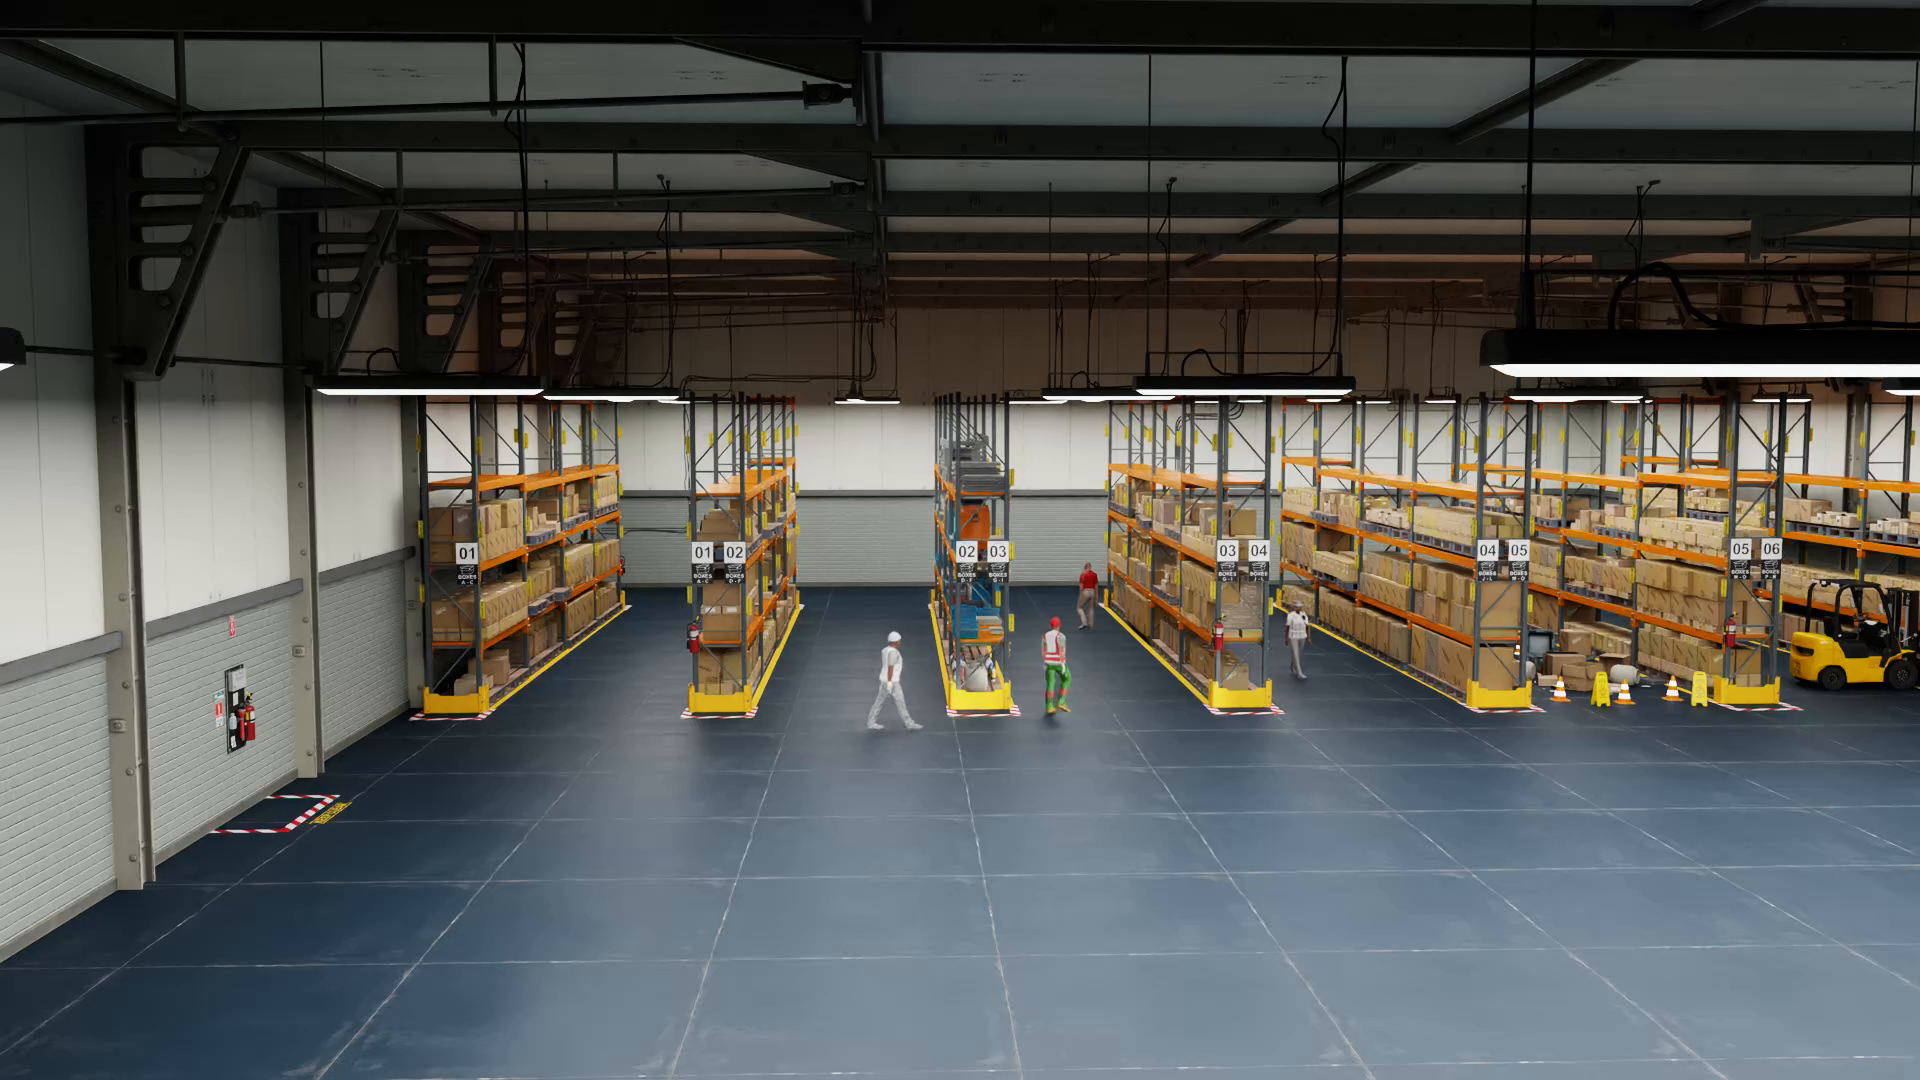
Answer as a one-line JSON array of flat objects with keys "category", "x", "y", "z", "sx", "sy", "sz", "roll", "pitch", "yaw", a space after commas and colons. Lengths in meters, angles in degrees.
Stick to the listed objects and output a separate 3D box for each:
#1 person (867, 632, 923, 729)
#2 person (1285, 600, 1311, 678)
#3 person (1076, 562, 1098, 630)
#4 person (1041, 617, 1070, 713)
[{"category": "person", "x": -1.158, "y": 2.477, "z": 29.381, "sx": 0.985, "sy": 1.719, "sz": 0.629, "roll": -1, "pitch": 5, "yaw": -13}, {"category": "person", "x": 7.161, "y": 2.076, "z": 35.114, "sx": 0.464, "sy": 1.624, "sz": 0.992, "roll": -1, "pitch": 5, "yaw": -12}, {"category": "person", "x": 3.291, "y": 1.454, "z": 42.789, "sx": 0.576, "sy": 1.768, "sz": 0.410, "roll": -2, "pitch": 5, "yaw": -27}, {"category": "person", "x": 1.759, "y": 2.337, "z": 31.130, "sx": 0.608, "sy": 1.789, "sz": 0.546, "roll": 3, "pitch": 6, "yaw": 35}]
